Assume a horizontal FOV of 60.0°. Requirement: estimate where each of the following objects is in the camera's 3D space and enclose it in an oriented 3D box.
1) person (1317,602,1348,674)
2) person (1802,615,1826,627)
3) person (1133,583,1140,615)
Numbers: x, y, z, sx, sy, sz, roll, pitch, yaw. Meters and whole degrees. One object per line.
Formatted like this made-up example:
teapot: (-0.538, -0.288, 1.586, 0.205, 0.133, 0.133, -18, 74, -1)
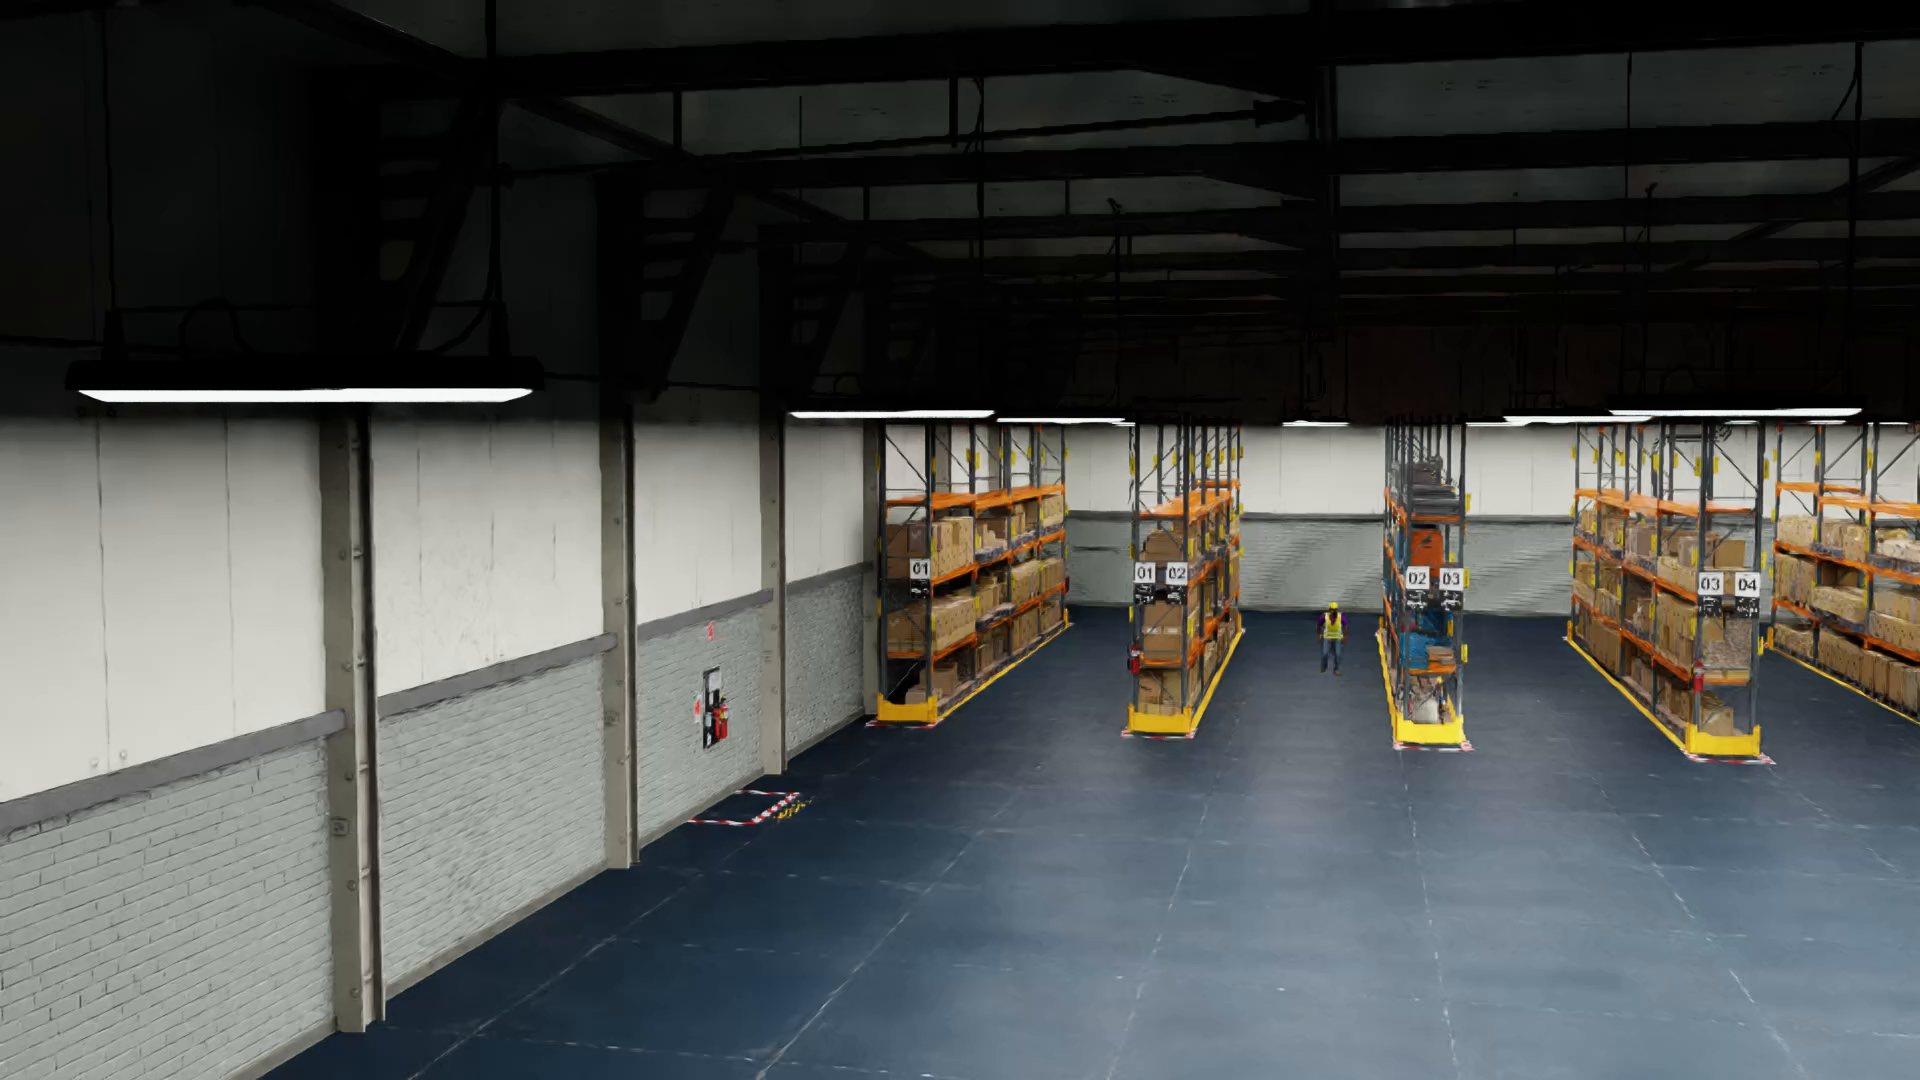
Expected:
person: (8.624, 2.269, 38.516, 0.719, 1.714, 0.578, 1, 4, 12)
person: (23.116, 1.867, 45.043, 0.641, 1.605, 0.800, 0, 4, -5)
person: (5.448, 1.585, 49.469, 0.592, 1.604, 0.518, 1, 4, 11)
